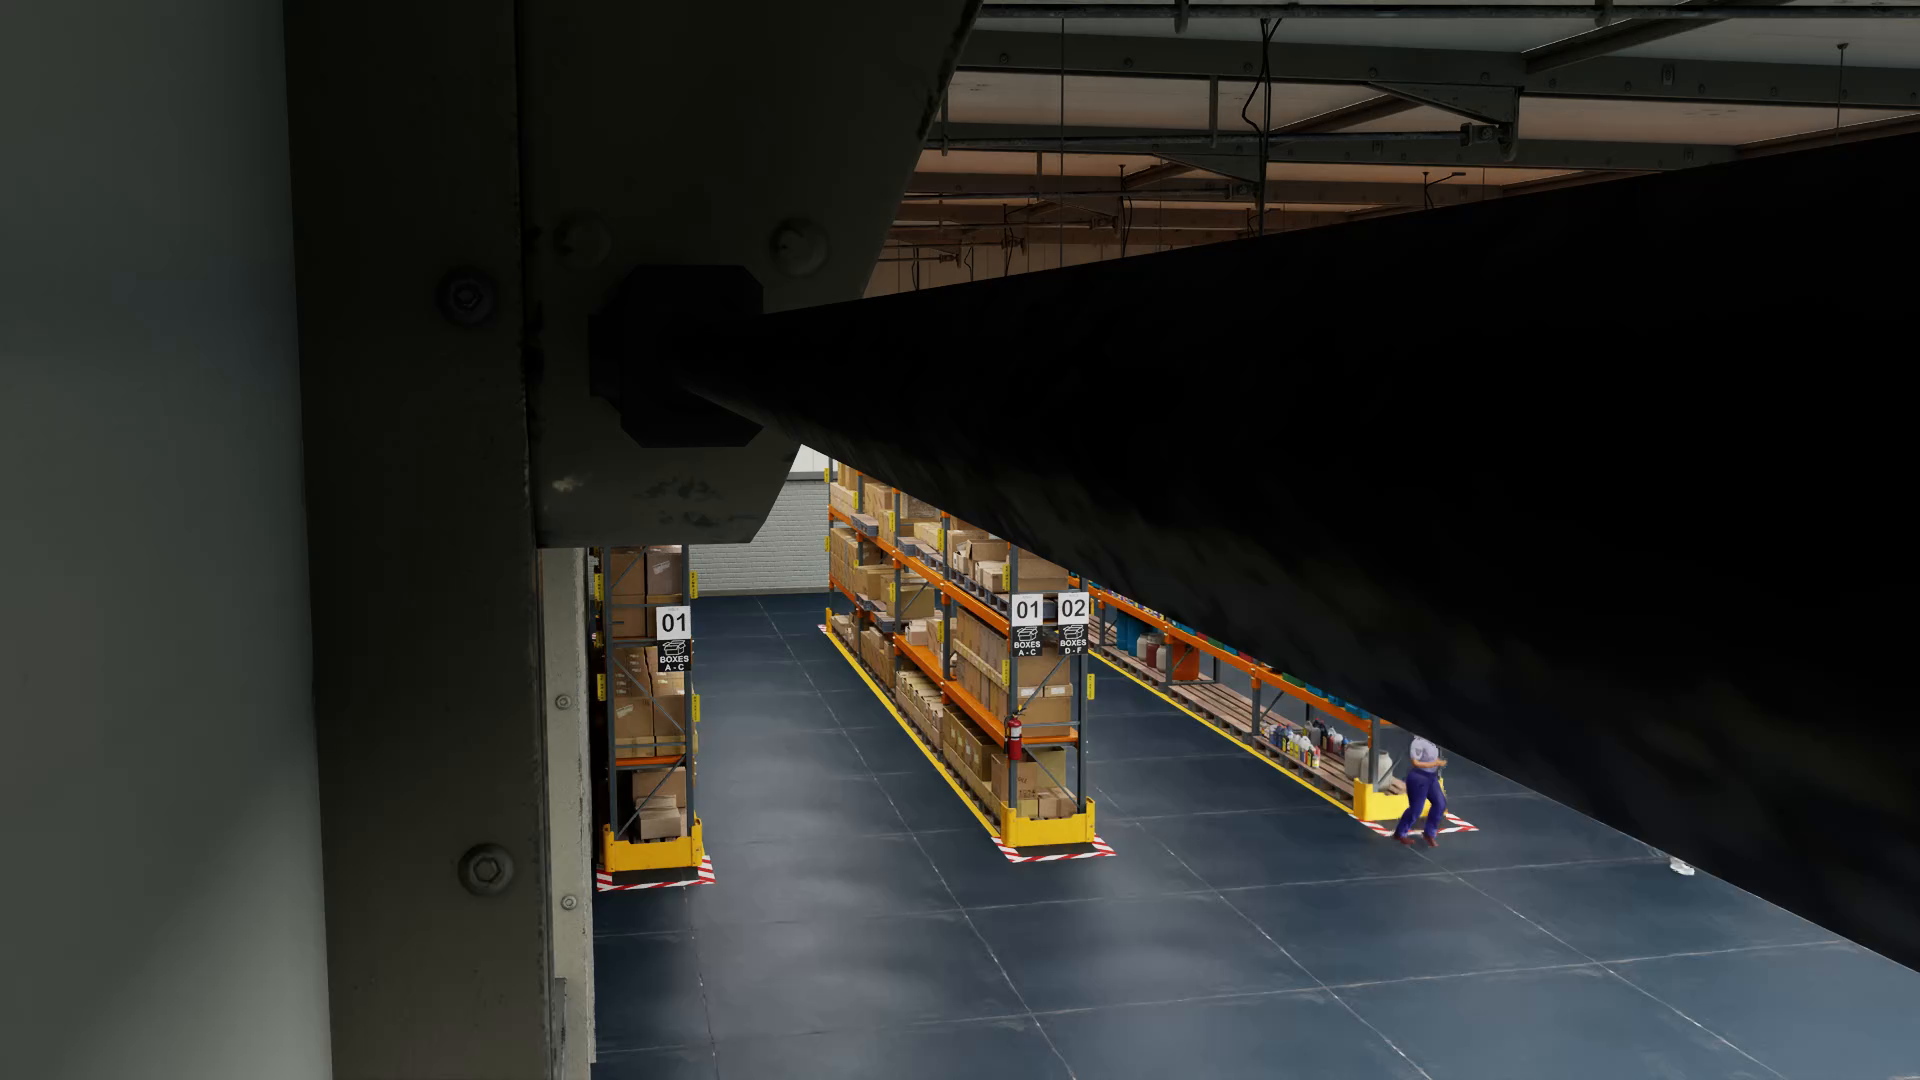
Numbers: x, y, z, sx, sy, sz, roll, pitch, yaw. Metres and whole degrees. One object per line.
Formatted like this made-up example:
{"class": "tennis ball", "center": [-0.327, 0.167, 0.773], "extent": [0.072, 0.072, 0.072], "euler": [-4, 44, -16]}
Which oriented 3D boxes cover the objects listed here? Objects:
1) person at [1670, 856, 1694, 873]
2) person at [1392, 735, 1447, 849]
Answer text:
{"class": "person", "center": [8.870, 3.210, 19.829], "extent": [0.691, 1.556, 0.560], "euler": [3, 7, 24]}
{"class": "person", "center": [5.794, 3.065, 20.845], "extent": [0.646, 1.721, 0.601], "euler": [5, 8, 36]}
